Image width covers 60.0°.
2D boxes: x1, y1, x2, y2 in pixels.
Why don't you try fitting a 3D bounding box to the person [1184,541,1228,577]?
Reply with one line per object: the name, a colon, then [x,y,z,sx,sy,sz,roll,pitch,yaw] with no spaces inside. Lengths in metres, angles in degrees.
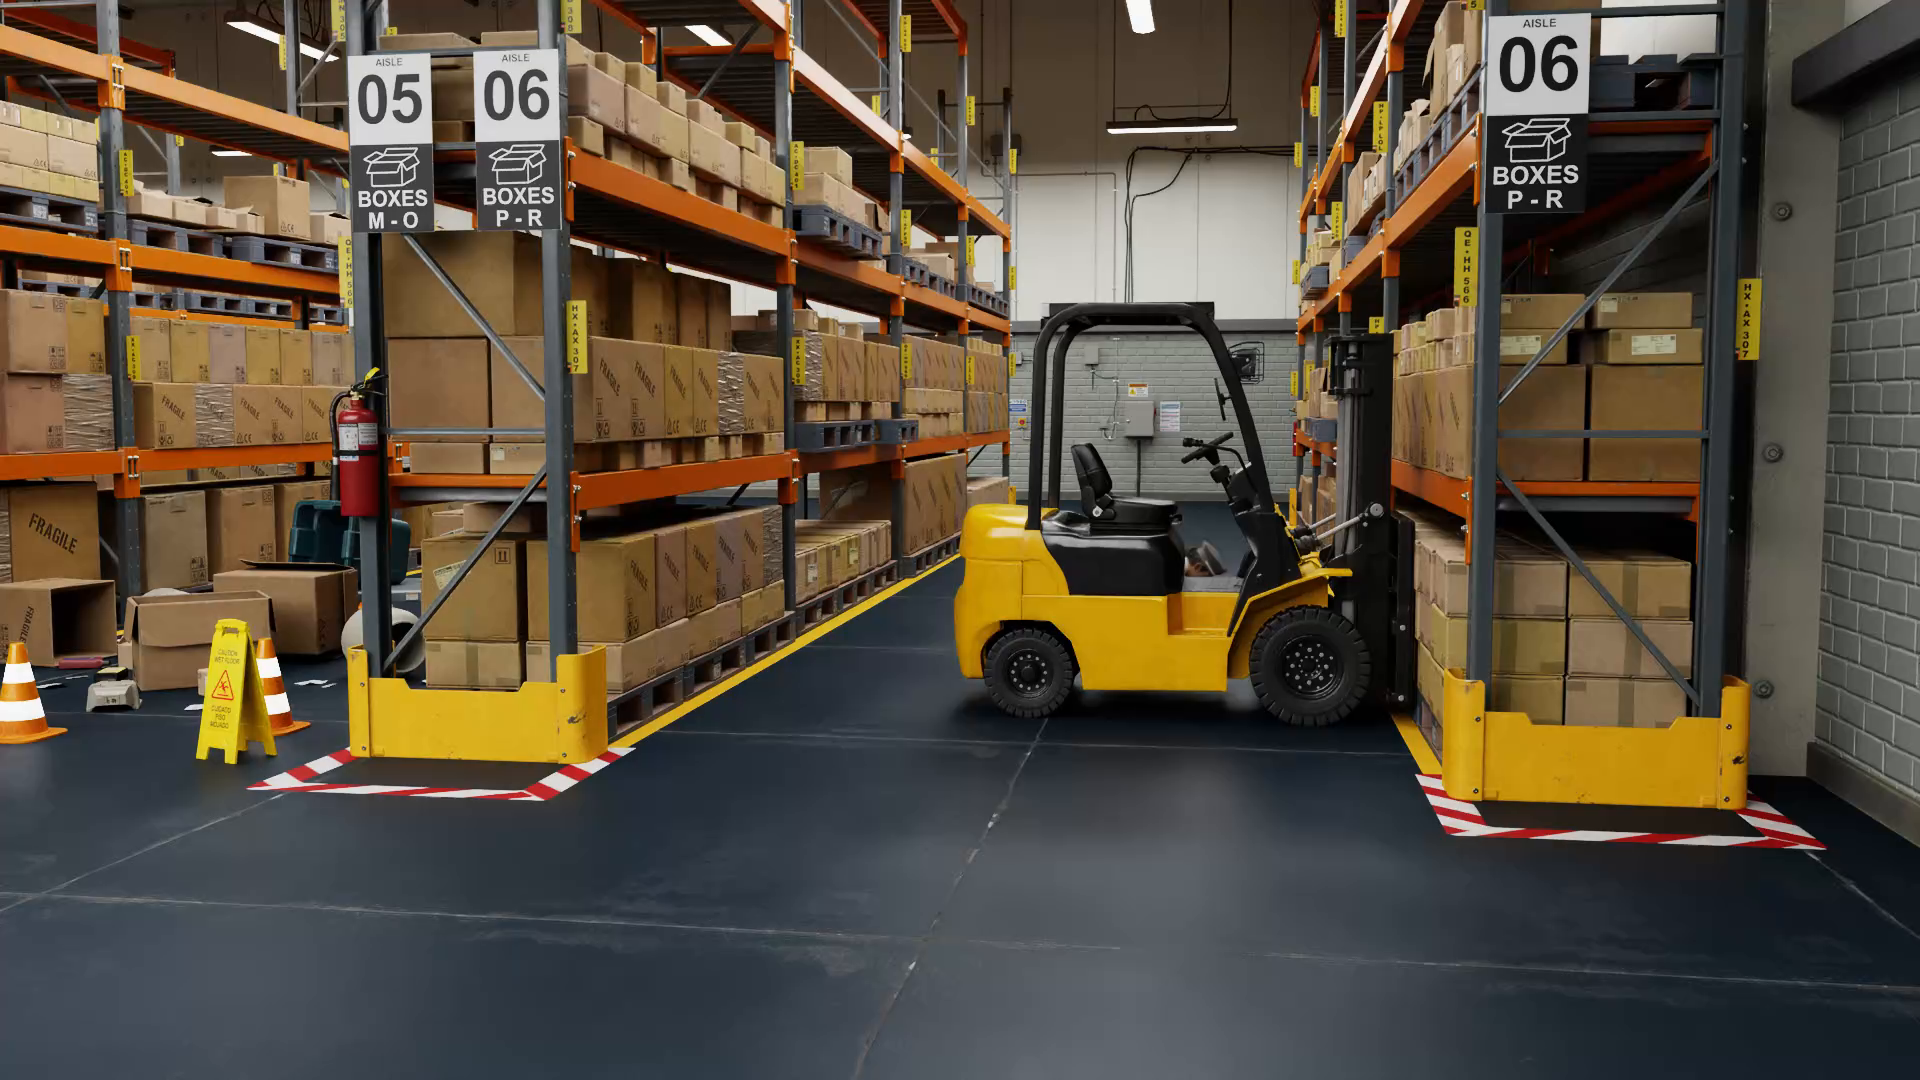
person: [1.263,0.408,10.673,0.902,0.808,0.462,1,5,7]
